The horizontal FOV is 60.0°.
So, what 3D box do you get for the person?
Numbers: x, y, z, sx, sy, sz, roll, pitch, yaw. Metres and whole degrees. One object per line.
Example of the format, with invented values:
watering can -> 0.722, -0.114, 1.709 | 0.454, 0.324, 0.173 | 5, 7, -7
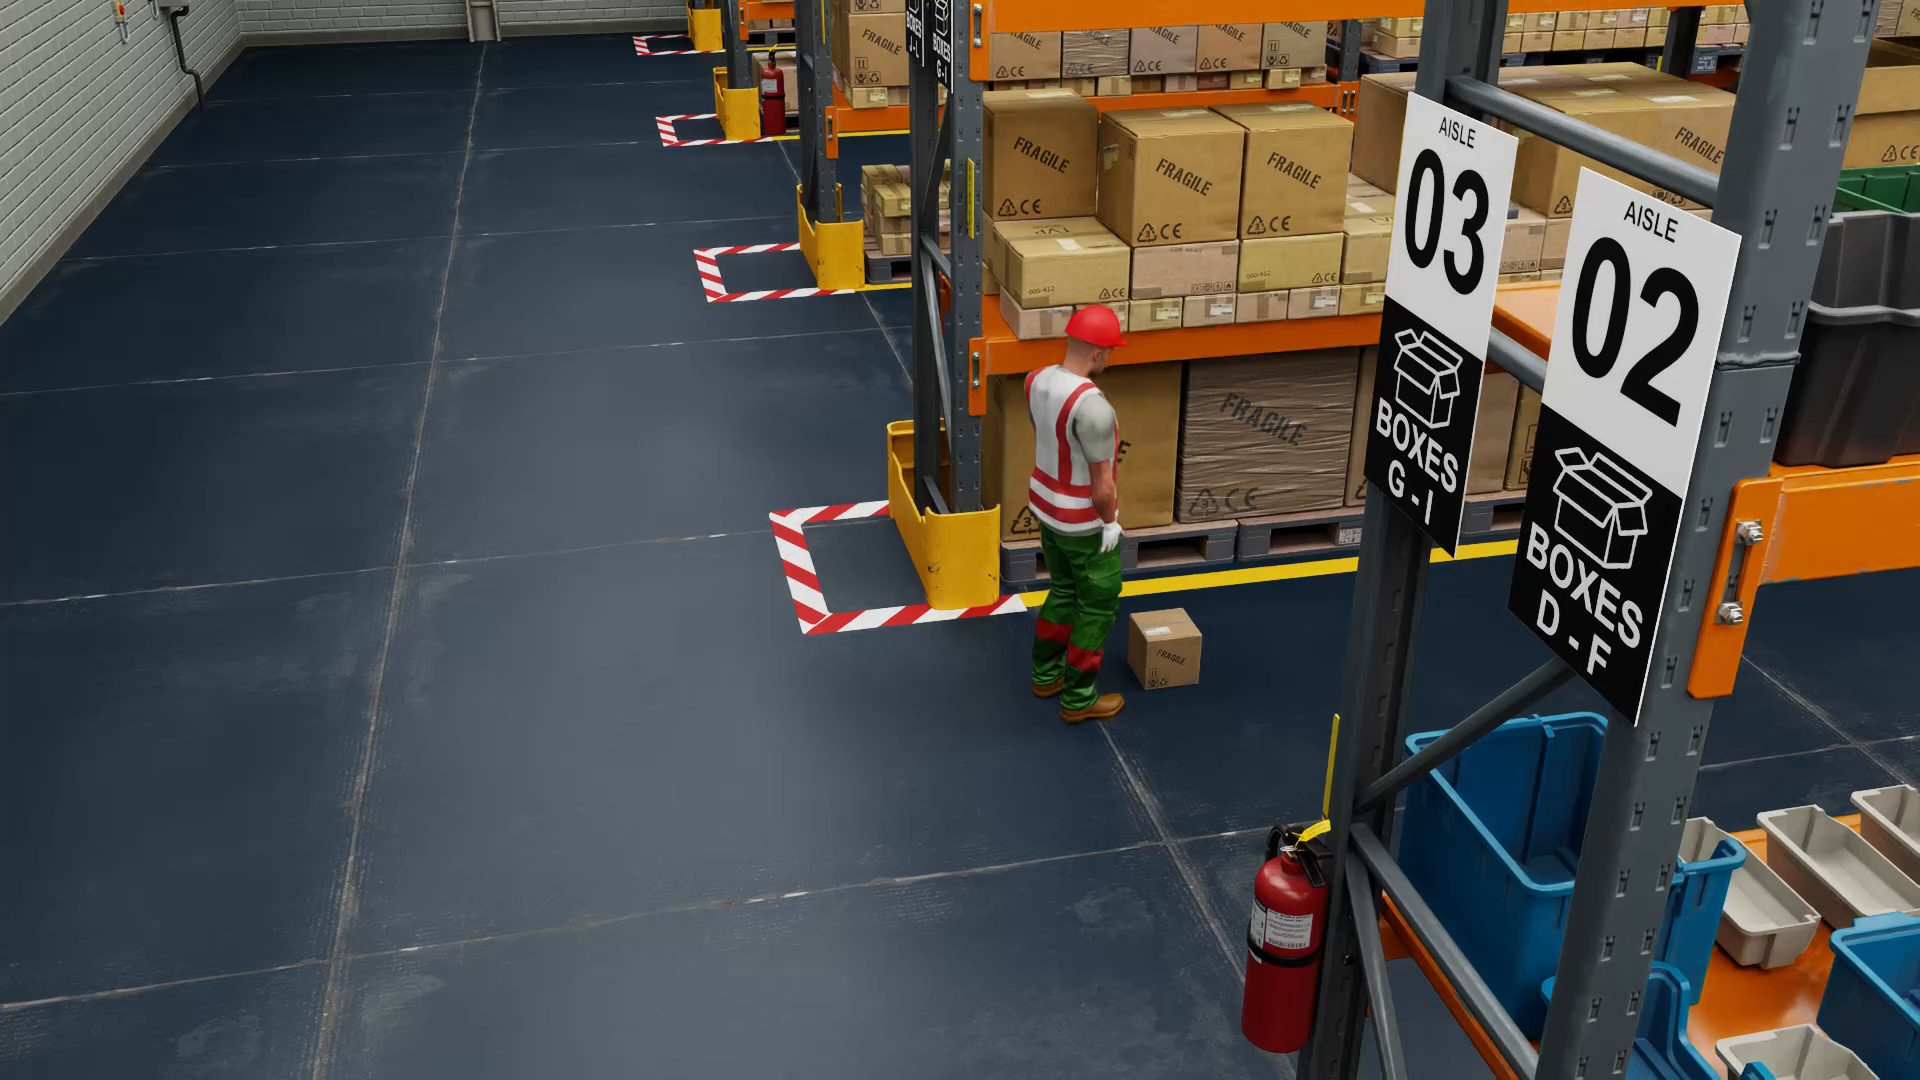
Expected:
person -> 0.488, -0.109, 6.832 | 0.388, 1.768, 0.533 | -13, 29, -24
